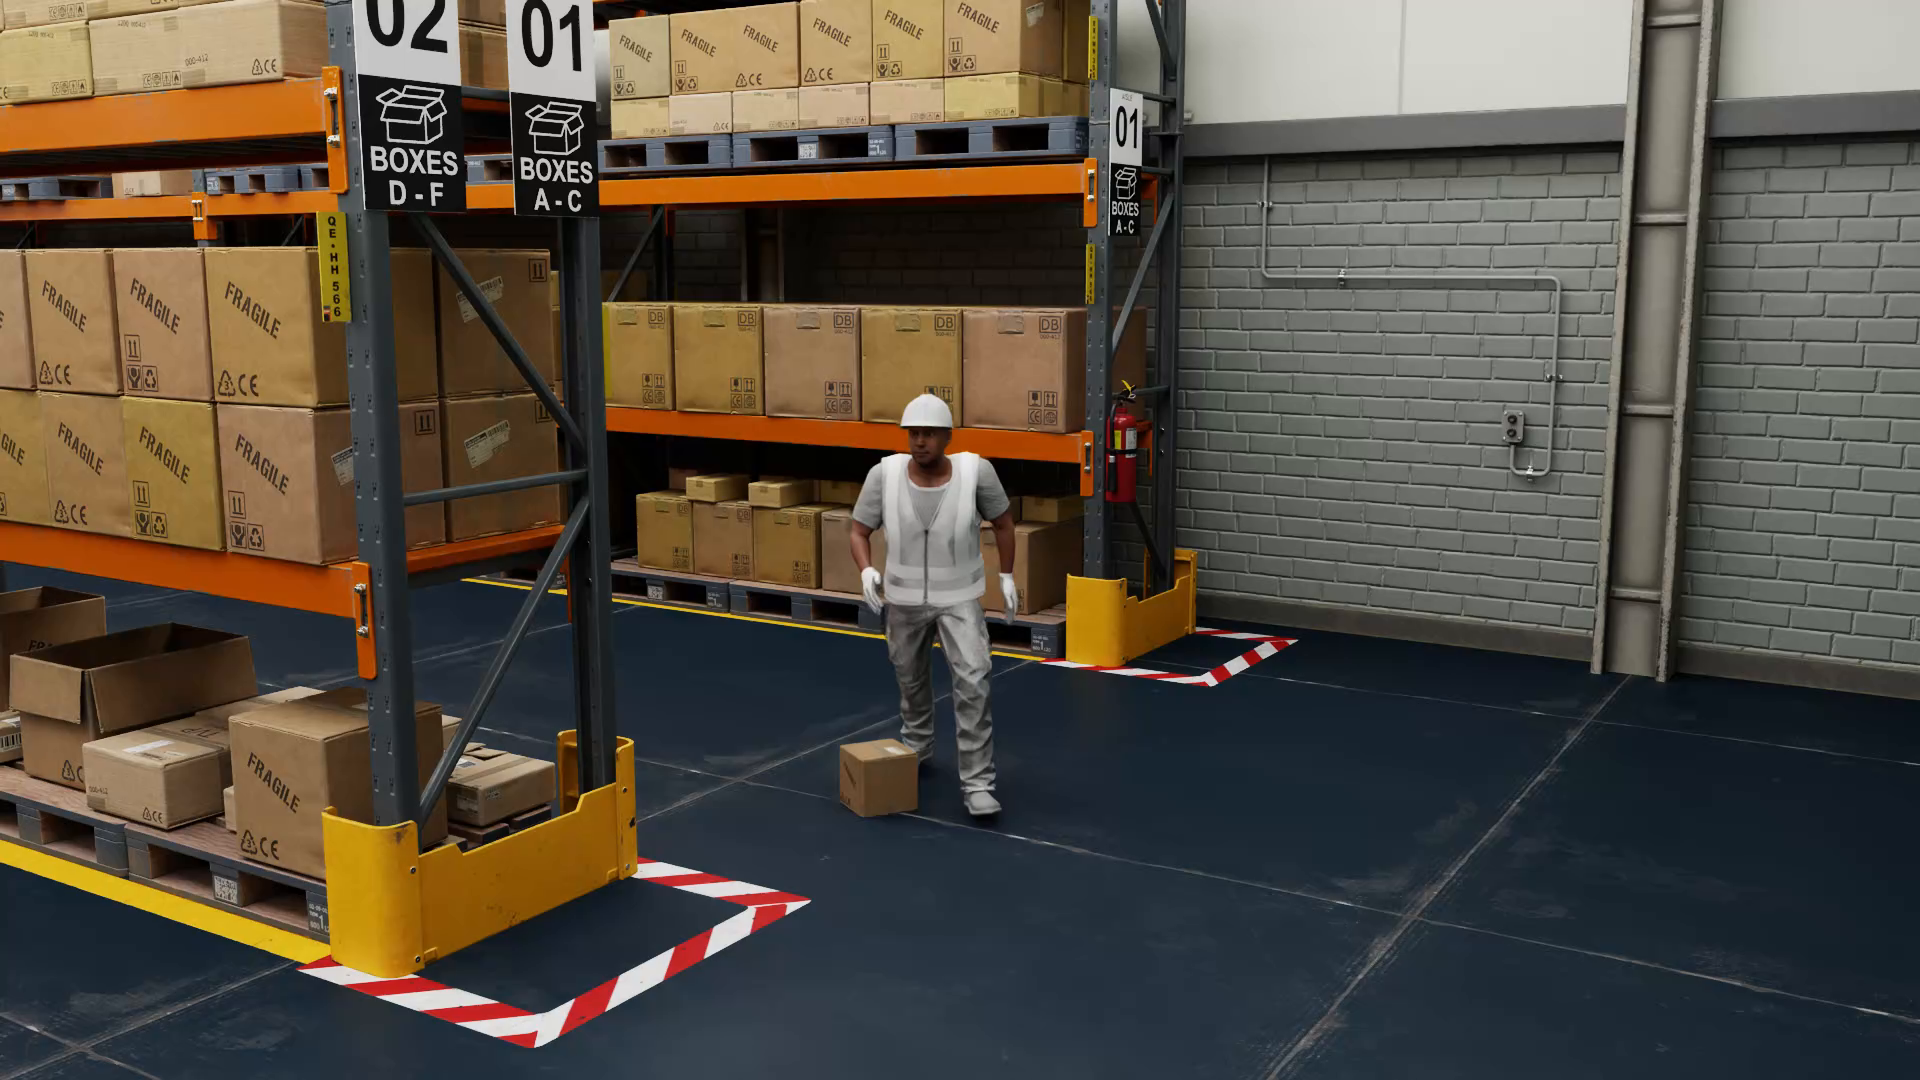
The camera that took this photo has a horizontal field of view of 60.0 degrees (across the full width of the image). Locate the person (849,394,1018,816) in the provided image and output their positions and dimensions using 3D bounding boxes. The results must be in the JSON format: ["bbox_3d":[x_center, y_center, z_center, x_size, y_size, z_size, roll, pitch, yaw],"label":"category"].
[{"bbox_3d":[-0.103,0.237,6.988,0.680,1.722,0.868,2,9,11],"label":"person"}]
